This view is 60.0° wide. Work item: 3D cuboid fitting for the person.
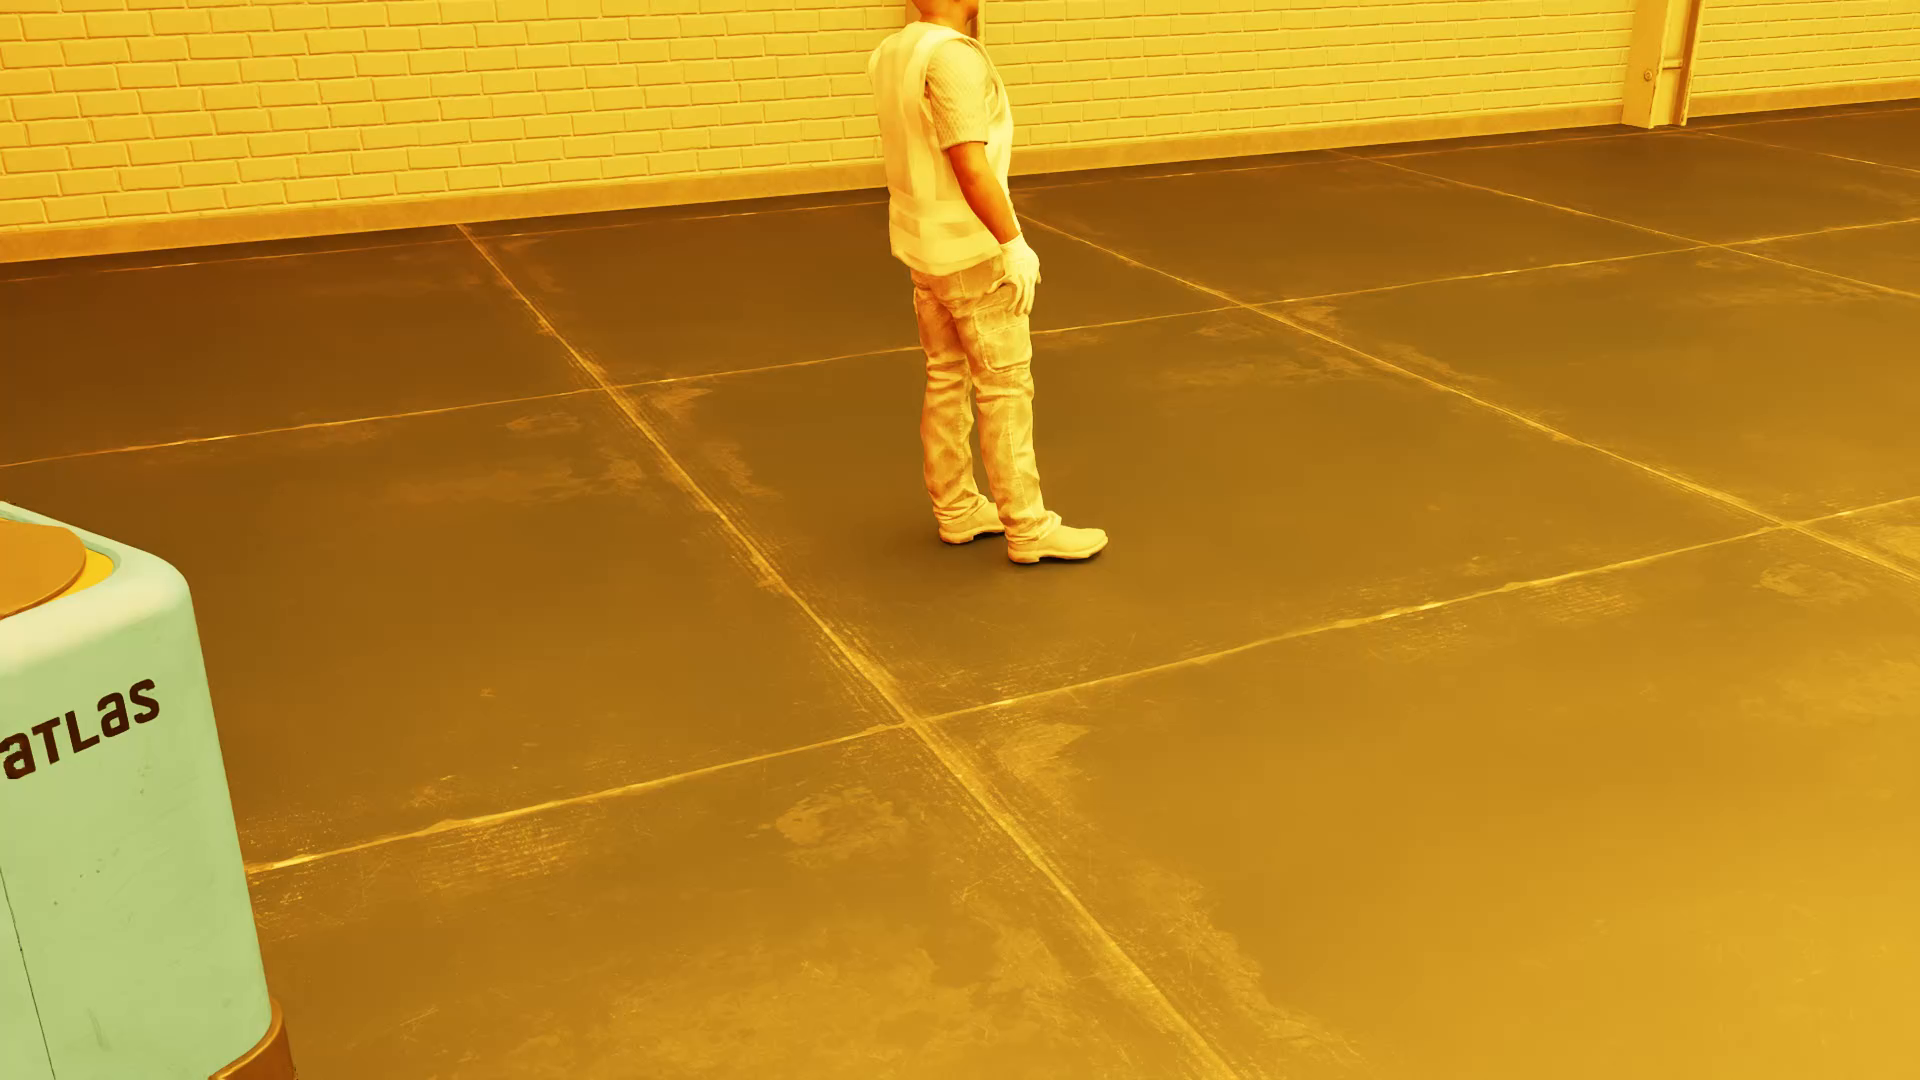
[{"bbox_3d":[0.069,-0.839,4.783,0.575,1.785,0.657,-10,25,-23],"label":"person"}]
